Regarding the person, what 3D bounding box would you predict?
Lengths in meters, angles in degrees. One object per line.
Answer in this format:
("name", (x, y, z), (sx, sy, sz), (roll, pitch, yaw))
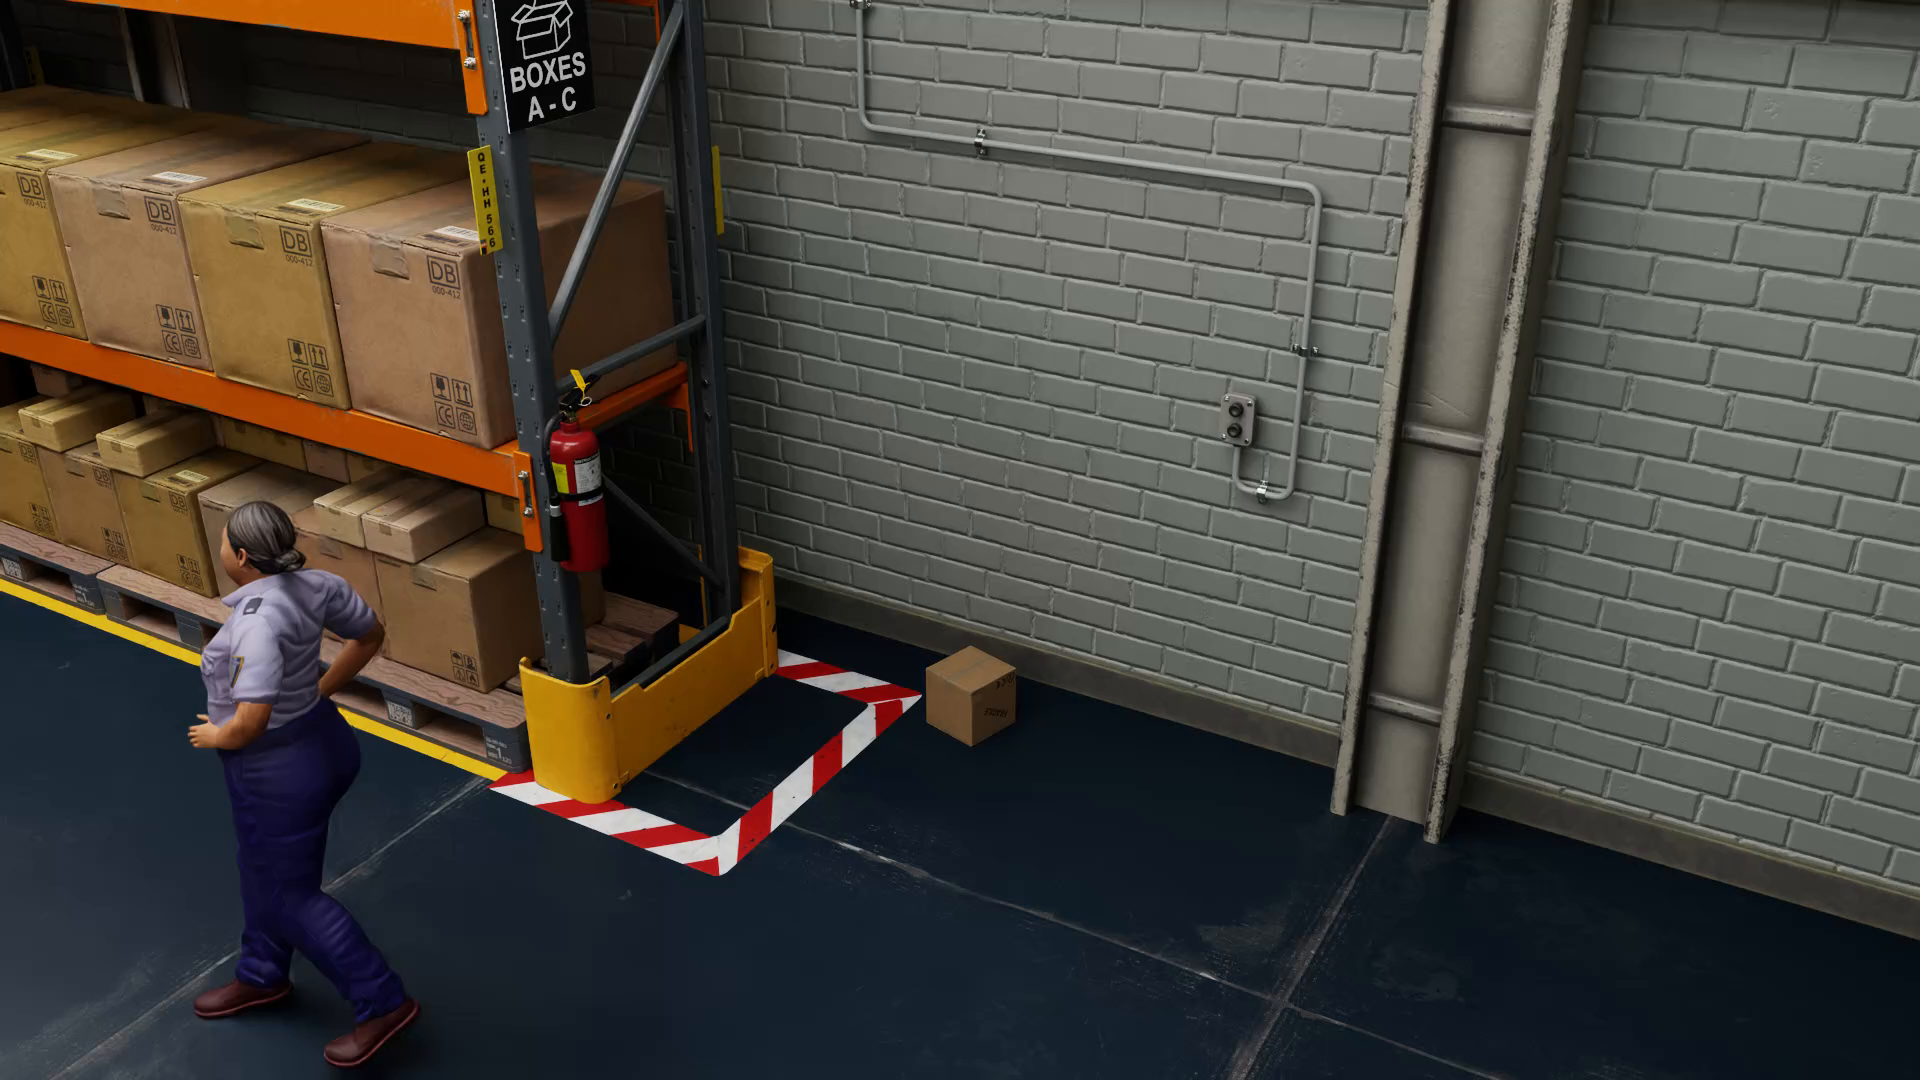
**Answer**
("person", (-1.946, 0.677, 4.790), (0.784, 1.647, 0.722), (2, 27, 4))
